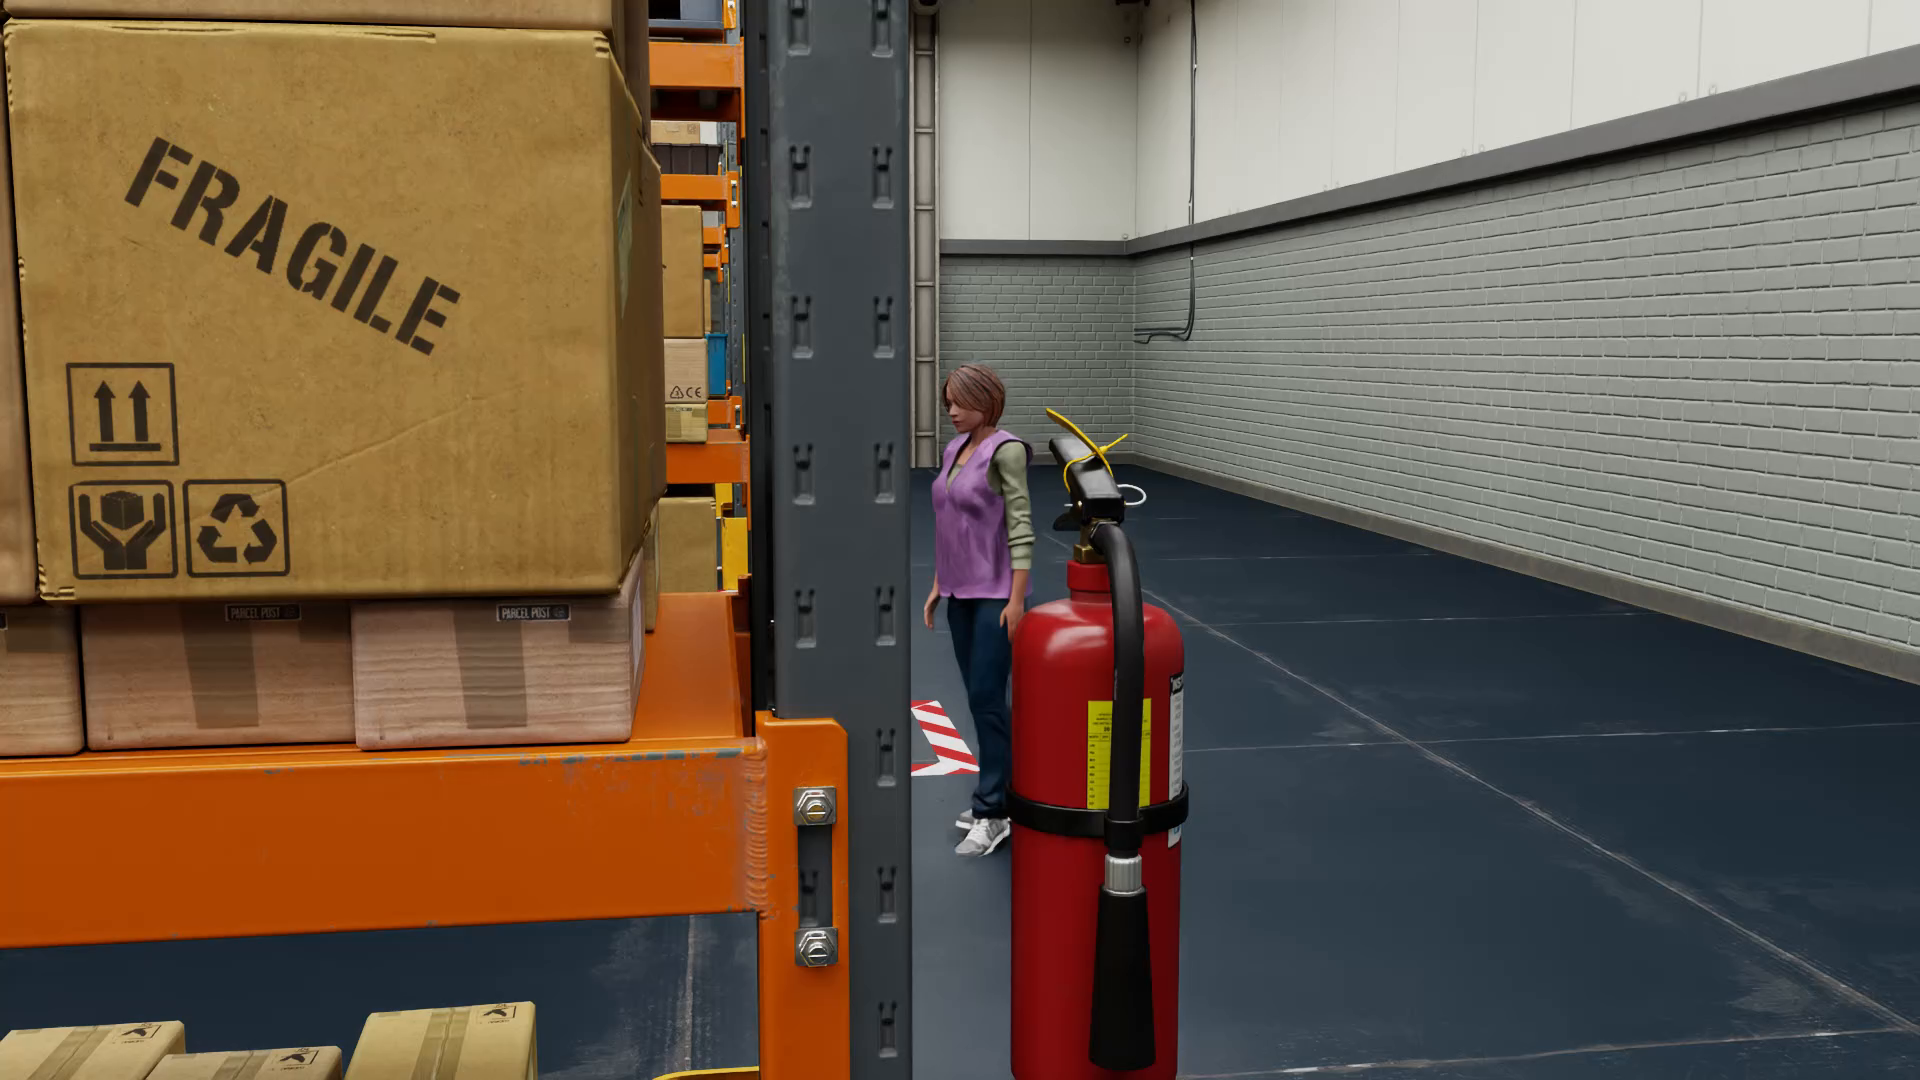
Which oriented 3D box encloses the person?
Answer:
[{"bbox_3d":[0.070,0.227,5.628,0.414,1.639,0.434,-4,8,-32],"label":"person"}]
